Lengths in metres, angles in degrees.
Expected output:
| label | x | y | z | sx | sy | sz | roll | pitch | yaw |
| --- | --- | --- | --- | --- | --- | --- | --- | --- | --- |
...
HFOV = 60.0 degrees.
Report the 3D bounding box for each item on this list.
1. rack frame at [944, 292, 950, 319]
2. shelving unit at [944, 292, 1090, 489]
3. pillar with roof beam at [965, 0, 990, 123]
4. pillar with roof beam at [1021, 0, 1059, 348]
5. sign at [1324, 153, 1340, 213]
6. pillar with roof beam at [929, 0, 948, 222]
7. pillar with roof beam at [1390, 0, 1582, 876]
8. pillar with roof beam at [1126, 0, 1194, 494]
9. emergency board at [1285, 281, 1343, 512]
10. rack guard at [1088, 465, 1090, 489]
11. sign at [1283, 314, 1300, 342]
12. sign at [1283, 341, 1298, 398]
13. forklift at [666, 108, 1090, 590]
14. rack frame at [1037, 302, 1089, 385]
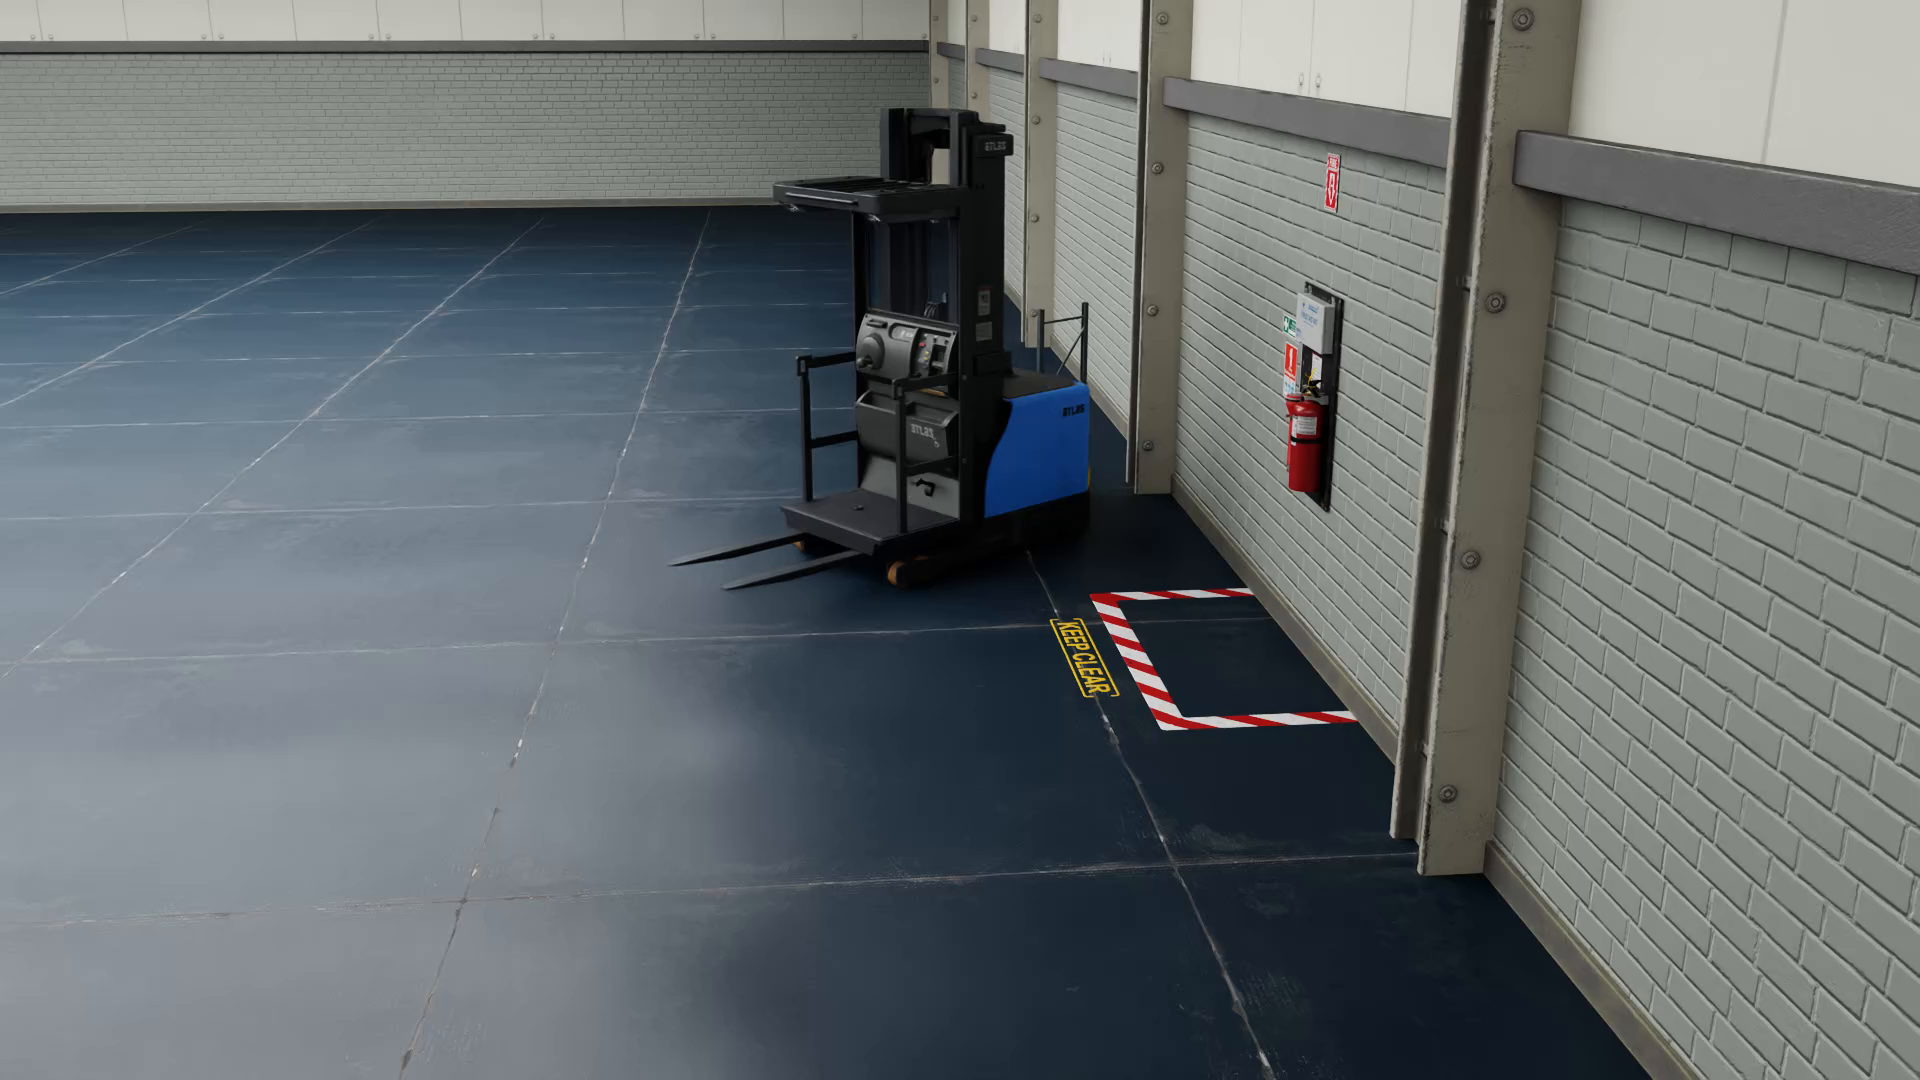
| label | x | y | z | sx | sy | sz | roll | pitch | yaw |
| --- | --- | --- | --- | --- | --- | --- | --- | --- | --- |
| rack frame | 0.072 | -1.214 | 13.042 | 0.500 | 1.500 | 0.032 | -15 | 23 | -40 |
| shelving unit | 0.418 | -1.099 | 12.675 | 0.587 | 1.500 | 1.083 | -15 | 23 | -40 |
| pillar with roof beam | -4.034 | -8.152 | 22.620 | 9.100 | 9.000 | 0.400 | -2 | 18 | -6 |
| pillar with roof beam | -3.415 | -6.364 | 16.926 | 9.100 | 9.000 | 0.400 | -2 | 18 | -6 |
| sign | 1.986 | -1.909 | 8.879 | 0.001 | 0.298 | 0.199 | -2 | 18 | -6 |
| pillar with roof beam | -4.652 | -9.940 | 28.314 | 9.100 | 9.000 | 0.400 | -2 | 18 | -6 |
| pillar with roof beam | -2.177 | -2.789 | 5.538 | 9.100 | 9.000 | 0.400 | -2 | 18 | -6 |
| pillar with roof beam | -2.796 | -4.577 | 11.232 | 9.100 | 9.000 | 0.400 | -2 | 18 | -6 |
| emergency board | 1.888 | -0.797 | 9.209 | 0.194 | 1.169 | 0.643 | -2 | 18 | -6 |
| rack guard | 0.751 | -0.392 | 12.509 | 0.587 | 0.250 | 0.087 | -15 | 23 | -40 |
| sign | 1.925 | -1.234 | 9.654 | 0.001 | 0.109 | 0.331 | -2 | 18 | -6 |
| sign | 1.934 | -0.982 | 9.739 | 0.001 | 0.329 | 0.234 | -2 | 18 | -6 |
| forklift | -0.508 | -1.268 | 10.824 | 3.031 | 2.935 | 1.130 | -15 | 23 | -40 |
| rack frame | 0.752 | -0.988 | 12.320 | 0.500 | 1.500 | 0.032 | -15 | 23 | -40 |
